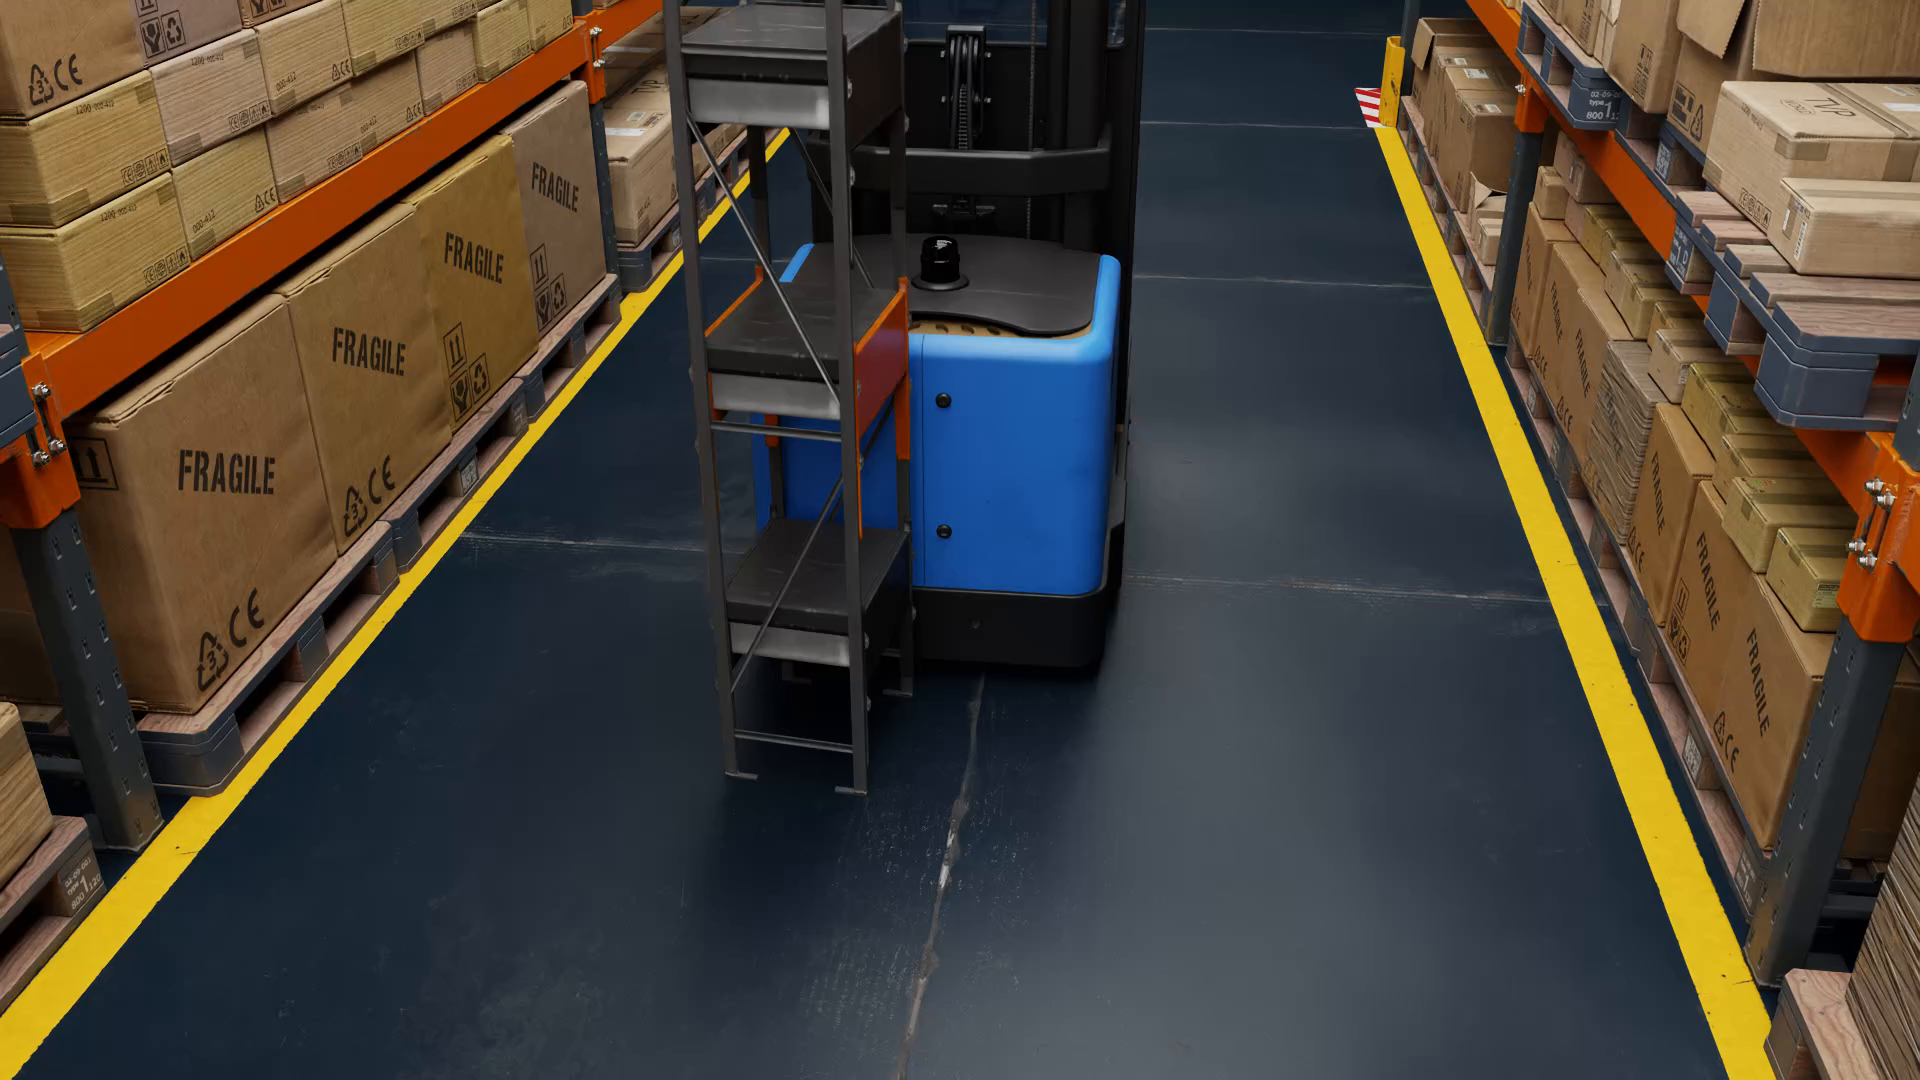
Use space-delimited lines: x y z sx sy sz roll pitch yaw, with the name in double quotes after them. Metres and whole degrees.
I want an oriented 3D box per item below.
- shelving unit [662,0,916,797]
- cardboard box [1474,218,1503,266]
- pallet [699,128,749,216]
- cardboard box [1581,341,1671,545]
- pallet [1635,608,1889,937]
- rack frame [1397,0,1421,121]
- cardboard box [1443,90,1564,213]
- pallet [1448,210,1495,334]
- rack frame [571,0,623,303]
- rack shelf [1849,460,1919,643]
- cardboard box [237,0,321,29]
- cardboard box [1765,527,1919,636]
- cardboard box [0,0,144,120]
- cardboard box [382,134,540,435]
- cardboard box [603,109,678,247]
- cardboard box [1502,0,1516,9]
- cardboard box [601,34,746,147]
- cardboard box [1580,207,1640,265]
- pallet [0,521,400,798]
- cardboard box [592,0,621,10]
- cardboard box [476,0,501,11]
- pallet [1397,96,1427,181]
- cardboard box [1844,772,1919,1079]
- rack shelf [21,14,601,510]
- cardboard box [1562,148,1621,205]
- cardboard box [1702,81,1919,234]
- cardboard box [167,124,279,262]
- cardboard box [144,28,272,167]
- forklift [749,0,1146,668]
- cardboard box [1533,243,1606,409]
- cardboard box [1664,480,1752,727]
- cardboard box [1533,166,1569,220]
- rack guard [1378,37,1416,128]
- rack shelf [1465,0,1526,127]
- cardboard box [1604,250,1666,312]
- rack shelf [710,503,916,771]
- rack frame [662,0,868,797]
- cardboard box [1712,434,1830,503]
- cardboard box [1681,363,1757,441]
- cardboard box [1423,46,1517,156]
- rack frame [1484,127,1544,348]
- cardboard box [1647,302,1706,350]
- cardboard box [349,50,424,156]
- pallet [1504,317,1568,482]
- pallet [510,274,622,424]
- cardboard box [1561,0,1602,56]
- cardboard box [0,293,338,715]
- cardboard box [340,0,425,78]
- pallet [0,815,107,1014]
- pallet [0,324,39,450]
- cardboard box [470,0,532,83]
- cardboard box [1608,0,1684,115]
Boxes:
-0.389 -0.371 4.225 0.431 2.100 0.503 6 29 11 "shelving unit"
2.607 -1.378 7.708 0.380 0.149 0.250 3 28 5 "cardboard box"
-1.779 -2.157 9.531 1.003 0.211 1.213 3 28 6 "pallet"
2.357 -0.309 5.353 0.500 0.500 0.500 2 28 4 "cardboard box"
2.469 0.593 4.427 1.003 0.211 1.213 3 28 6 "pallet"
3.320 -4.051 10.108 1.000 3.000 0.127 3 28 6 "rack frame"
2.880 -1.965 8.427 0.700 0.500 0.500 2 28 4 "cardboard box"
2.915 -1.264 7.874 1.003 0.211 1.213 3 28 6 "pallet"
-2.097 -2.455 7.145 1.000 3.000 0.127 3 28 6 "rack frame"
2.095 0.972 1.541 1.077 0.370 4.000 3 28 6 "rack shelf"
-2.154 -1.751 4.678 0.500 0.500 0.500 4 29 8 "cardboard box"
2.149 0.097 3.916 0.380 0.149 0.250 2 28 4 "cardboard box"
-2.284 -1.275 3.794 0.500 0.500 0.500 2 28 5 "cardboard box"
-2.196 -0.983 6.209 0.875 0.875 0.875 4 29 8 "cardboard box"
-1.913 -1.801 8.190 0.875 0.438 0.875 3 28 5 "cardboard box"
2.636 -2.470 7.438 0.380 0.149 0.250 4 29 8 "cardboard box"
-1.692 -2.647 9.760 0.875 0.438 0.875 4 29 8 "cardboard box"
2.545 -1.129 6.191 0.380 0.149 0.250 2 28 4 "cardboard box"
-2.416 0.289 4.992 1.003 0.211 1.213 3 28 6 "pallet"
-1.780 -2.705 7.503 0.500 0.500 0.500 4 29 8 "cardboard box"
-1.963 -2.152 6.213 0.500 0.250 0.500 4 29 7 "cardboard box"
3.214 -2.413 10.006 1.003 0.211 1.213 3 28 6 "pallet"
2.250 0.868 3.038 0.875 0.625 0.625 4 29 8 "cardboard box"
-2.342 -1.197 5.568 1.077 0.370 4.000 3 28 6 "rack shelf"
2.538 -1.391 6.365 0.380 0.149 0.250 2 28 4 "cardboard box"
2.148 -0.920 4.010 0.500 0.250 0.500 2 28 4 "cardboard box"
-2.232 -0.965 4.536 0.500 0.250 0.500 3 28 5 "cardboard box"
-2.215 -1.194 4.434 0.500 0.250 0.500 4 29 7 "cardboard box"
0.074 -1.587 5.606 1.130 2.935 3.031 3 28 6 "forklift"
2.492 -0.787 6.241 0.500 0.500 0.500 3 28 6 "cardboard box"
2.250 0.183 4.440 0.500 0.500 0.500 3 28 5 "cardboard box"
2.522 -1.385 6.667 0.380 0.149 0.250 5 29 9 "cardboard box"
3.311 -2.915 10.634 1.175 0.500 0.348 3 28 6 "rack guard"
3.075 -2.793 8.531 1.077 0.370 4.000 3 28 6 "rack shelf"
2.457 -0.884 5.736 0.380 0.149 0.250 3 28 6 "cardboard box"
-0.389 0.257 4.563 0.431 0.518 0.480 6 29 11 "rack shelf"
-0.444 -0.258 4.016 0.400 2.100 0.015 6 29 11 "rack frame"
2.228 -0.155 4.383 0.380 0.149 0.250 2 28 5 "cardboard box"
2.335 -0.394 4.827 0.380 0.149 0.250 3 28 5 "cardboard box"
3.008 -2.453 9.334 0.700 0.500 0.500 4 29 8 "cardboard box"
2.830 -2.169 6.613 1.000 3.000 0.127 3 28 6 "rack frame"
2.420 -0.638 5.281 0.380 0.149 0.250 3 29 6 "cardboard box"
-2.105 -1.444 5.426 0.500 0.250 0.500 3 28 6 "cardboard box"
2.768 -0.556 6.559 1.003 0.211 1.213 3 28 6 "pallet"
-2.117 -0.860 7.124 1.003 0.211 1.213 3 28 6 "pallet"
2.485 -1.939 5.638 0.700 0.500 0.500 4 29 7 "cardboard box"
-2.420 -0.142 4.649 0.875 0.875 0.875 3 28 6 "cardboard box"
-2.067 -1.666 5.310 0.500 0.250 0.500 4 29 7 "cardboard box"
-2.684 1.023 3.629 1.003 0.211 1.213 3 28 6 "pallet"
-2.569 -0.146 3.061 1.213 0.211 1.003 3 28 6 "pallet"
-1.965 -1.924 6.316 0.500 0.250 0.500 3 28 5 "cardboard box"
2.389 -1.570 4.953 0.700 0.500 0.500 3 28 6 "cardboard box"
